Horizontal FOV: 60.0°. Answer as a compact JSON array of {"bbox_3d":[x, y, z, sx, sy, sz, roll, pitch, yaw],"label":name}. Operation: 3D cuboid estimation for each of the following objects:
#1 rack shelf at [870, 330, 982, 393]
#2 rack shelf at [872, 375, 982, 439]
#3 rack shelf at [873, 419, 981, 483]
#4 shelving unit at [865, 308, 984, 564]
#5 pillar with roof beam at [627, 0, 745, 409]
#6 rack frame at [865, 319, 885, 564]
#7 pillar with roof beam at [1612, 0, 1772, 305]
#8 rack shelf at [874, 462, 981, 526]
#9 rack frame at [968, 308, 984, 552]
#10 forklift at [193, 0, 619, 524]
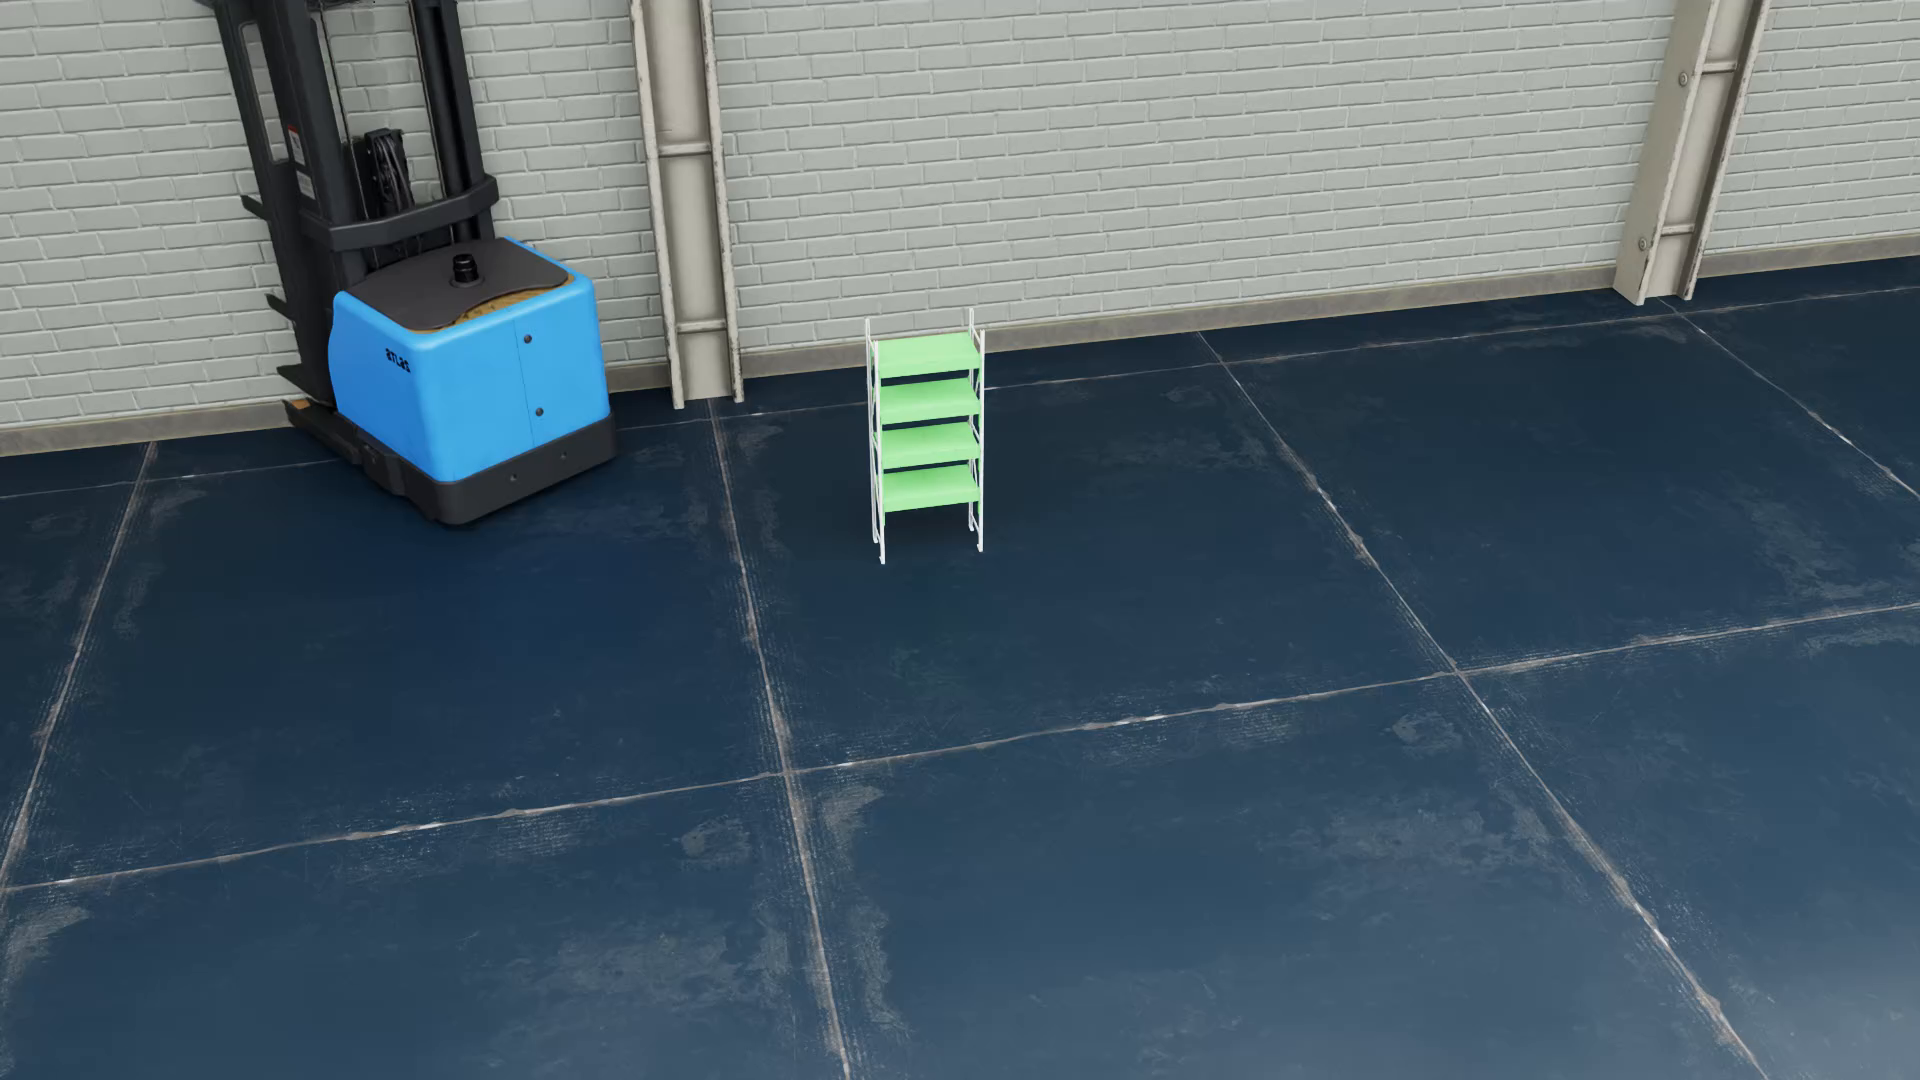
[{"bbox_3d":[-0.161,-0.823,7.653,0.480,0.148,0.258,-7,35,-11],"label":"rack shelf"},{"bbox_3d":[-0.161,-0.624,7.787,0.480,0.148,0.258,-7,35,-11],"label":"rack shelf"},{"bbox_3d":[-0.161,-0.425,7.921,0.480,0.148,0.258,-7,35,-11],"label":"rack shelf"},{"bbox_3d":[-0.161,-0.478,7.885,0.503,1.200,0.258,-7,35,-11],"label":"shelving unit"},{"bbox_3d":[-0.498,-2.241,3.513,0.400,9.000,9.100,-7,35,-11],"label":"pillar with roof beam"},{"bbox_3d":[-0.399,-0.448,7.841,0.015,1.200,0.240,-7,35,-11],"label":"rack frame"},{"bbox_3d":[5.354,-2.978,4.612,0.400,9.000,9.100,-7,35,-11],"label":"pillar with roof beam"},{"bbox_3d":[-0.161,-0.226,8.055,0.480,0.148,0.258,-7,35,-11],"label":"rack shelf"},{"bbox_3d":[0.077,-0.508,7.930,0.015,1.200,0.240,-7,35,-11],"label":"rack frame"},{"bbox_3d":[-3.211,-2.010,8.615,3.031,2.935,1.130,29,43,36],"label":"forklift"}]
